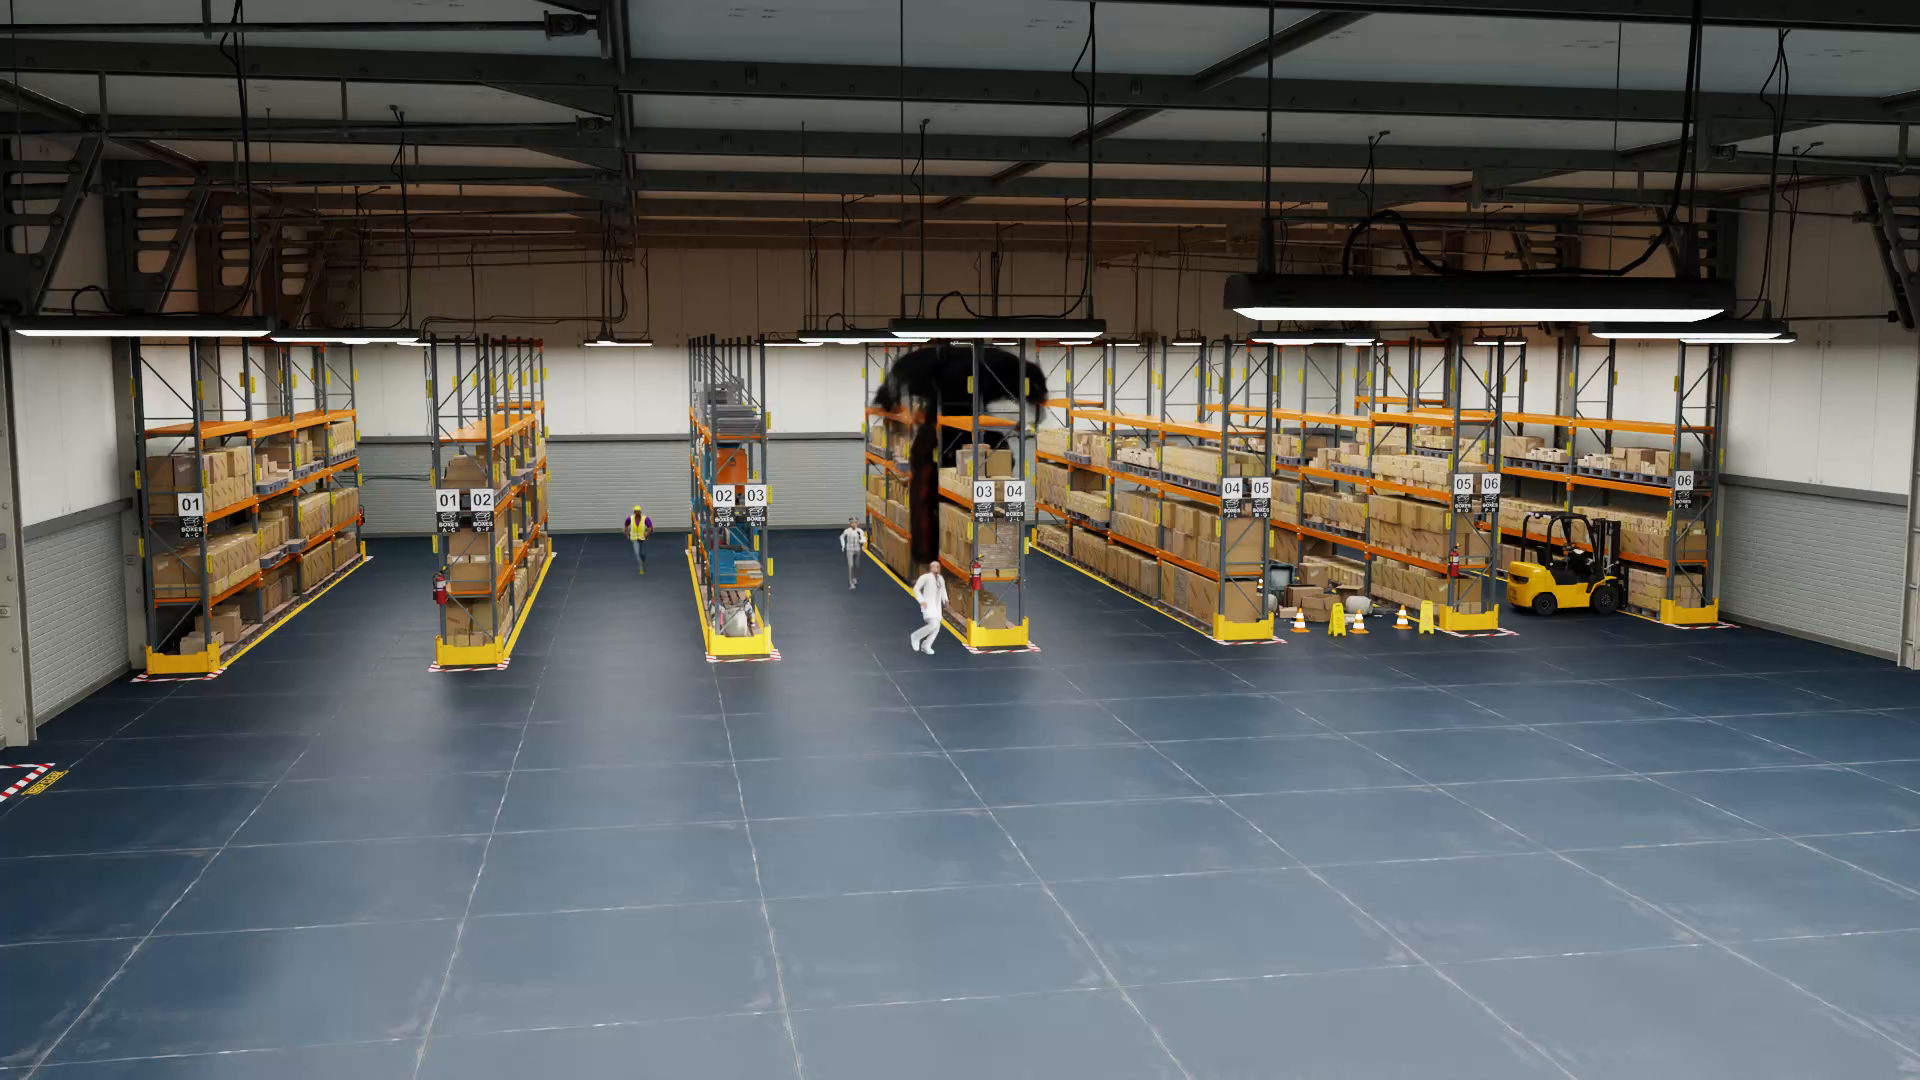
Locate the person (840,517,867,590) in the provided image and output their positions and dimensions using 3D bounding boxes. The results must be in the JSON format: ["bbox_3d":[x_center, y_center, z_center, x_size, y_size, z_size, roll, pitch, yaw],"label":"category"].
[{"bbox_3d":[-2.540,0.291,39.890,0.599,1.708,0.849,-1,7,-12],"label":"person"}]

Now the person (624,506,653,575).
[{"bbox_3d":[-8.235,-0.015,42.651,0.726,1.749,0.902,-1,7,-8],"label":"person"}]

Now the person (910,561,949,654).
[{"bbox_3d":[-0.528,1.269,31.528,0.607,1.734,0.738,5,9,40],"label":"person"}]
